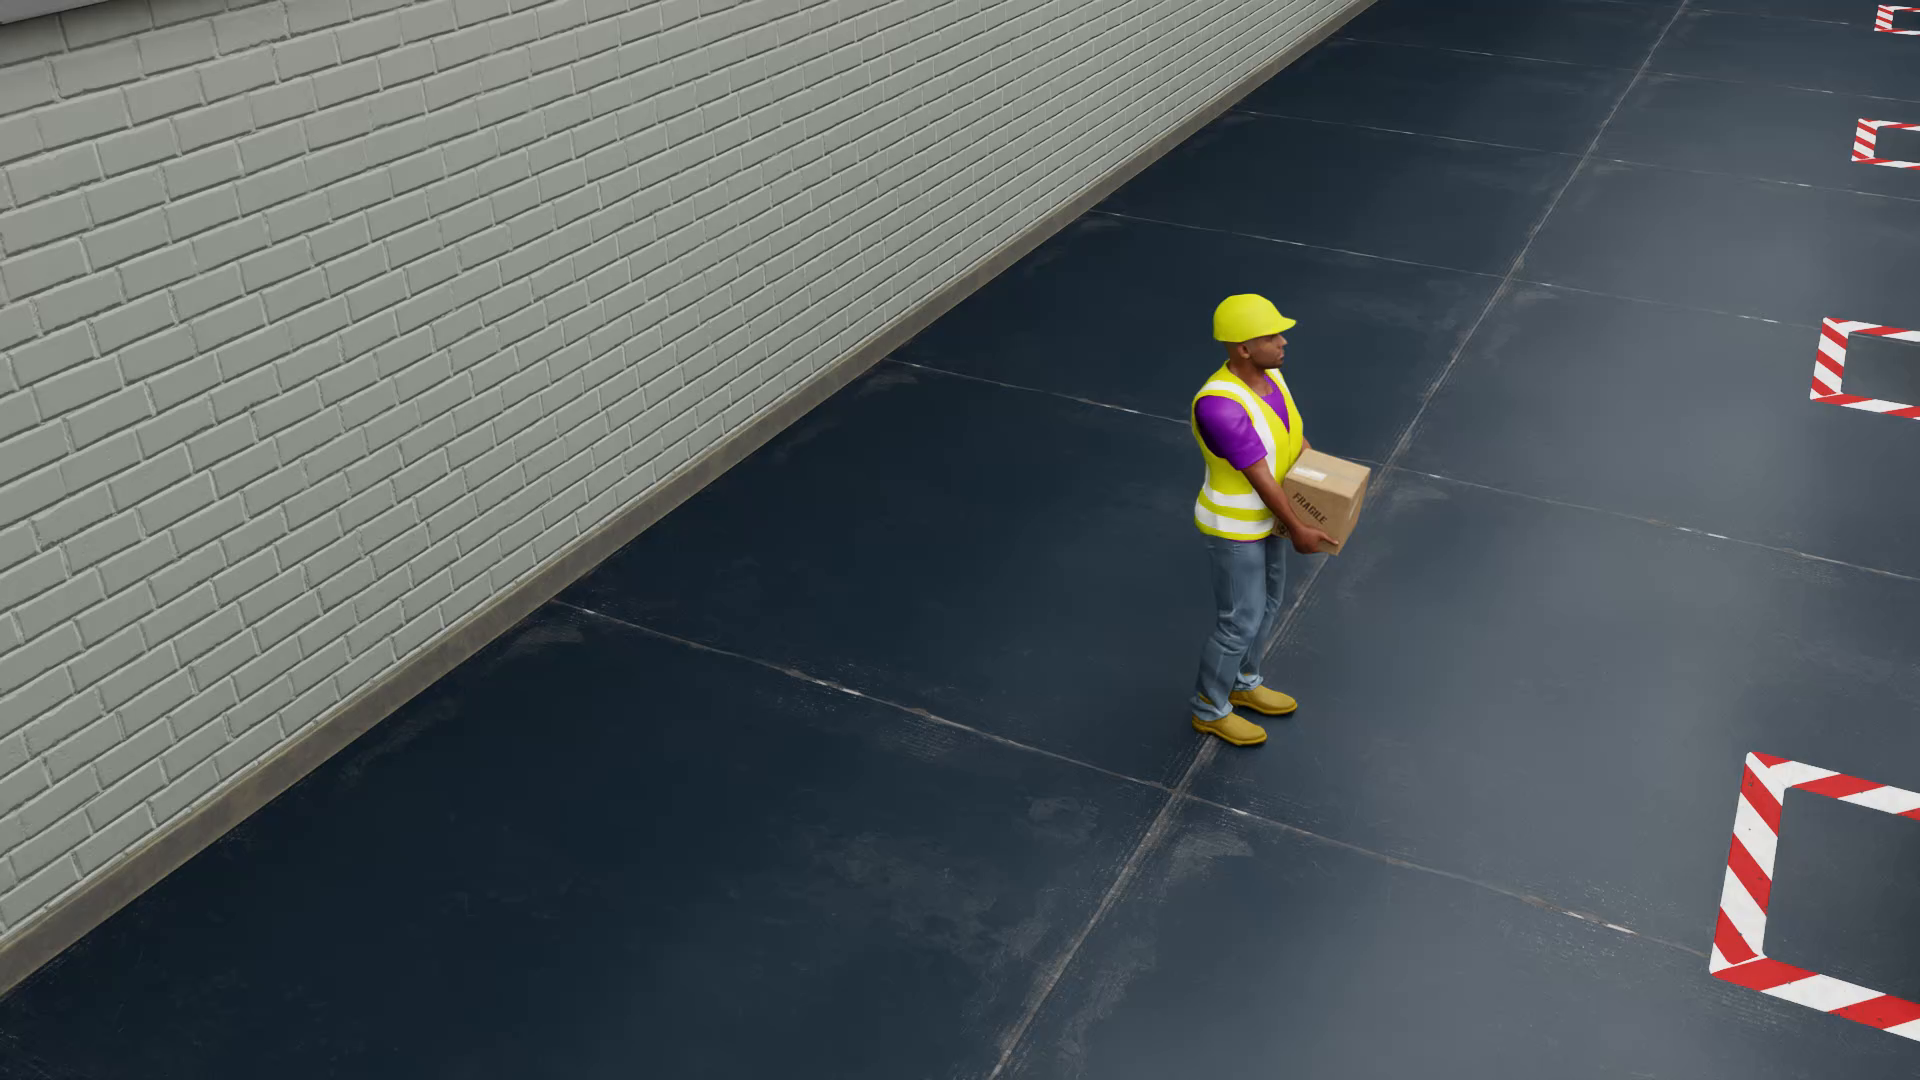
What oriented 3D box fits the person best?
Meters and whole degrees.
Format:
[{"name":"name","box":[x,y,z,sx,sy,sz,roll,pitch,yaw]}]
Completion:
[{"name":"person","box":[1.160,-0.055,6.208,0.587,1.761,0.502,15,33,24]}]
